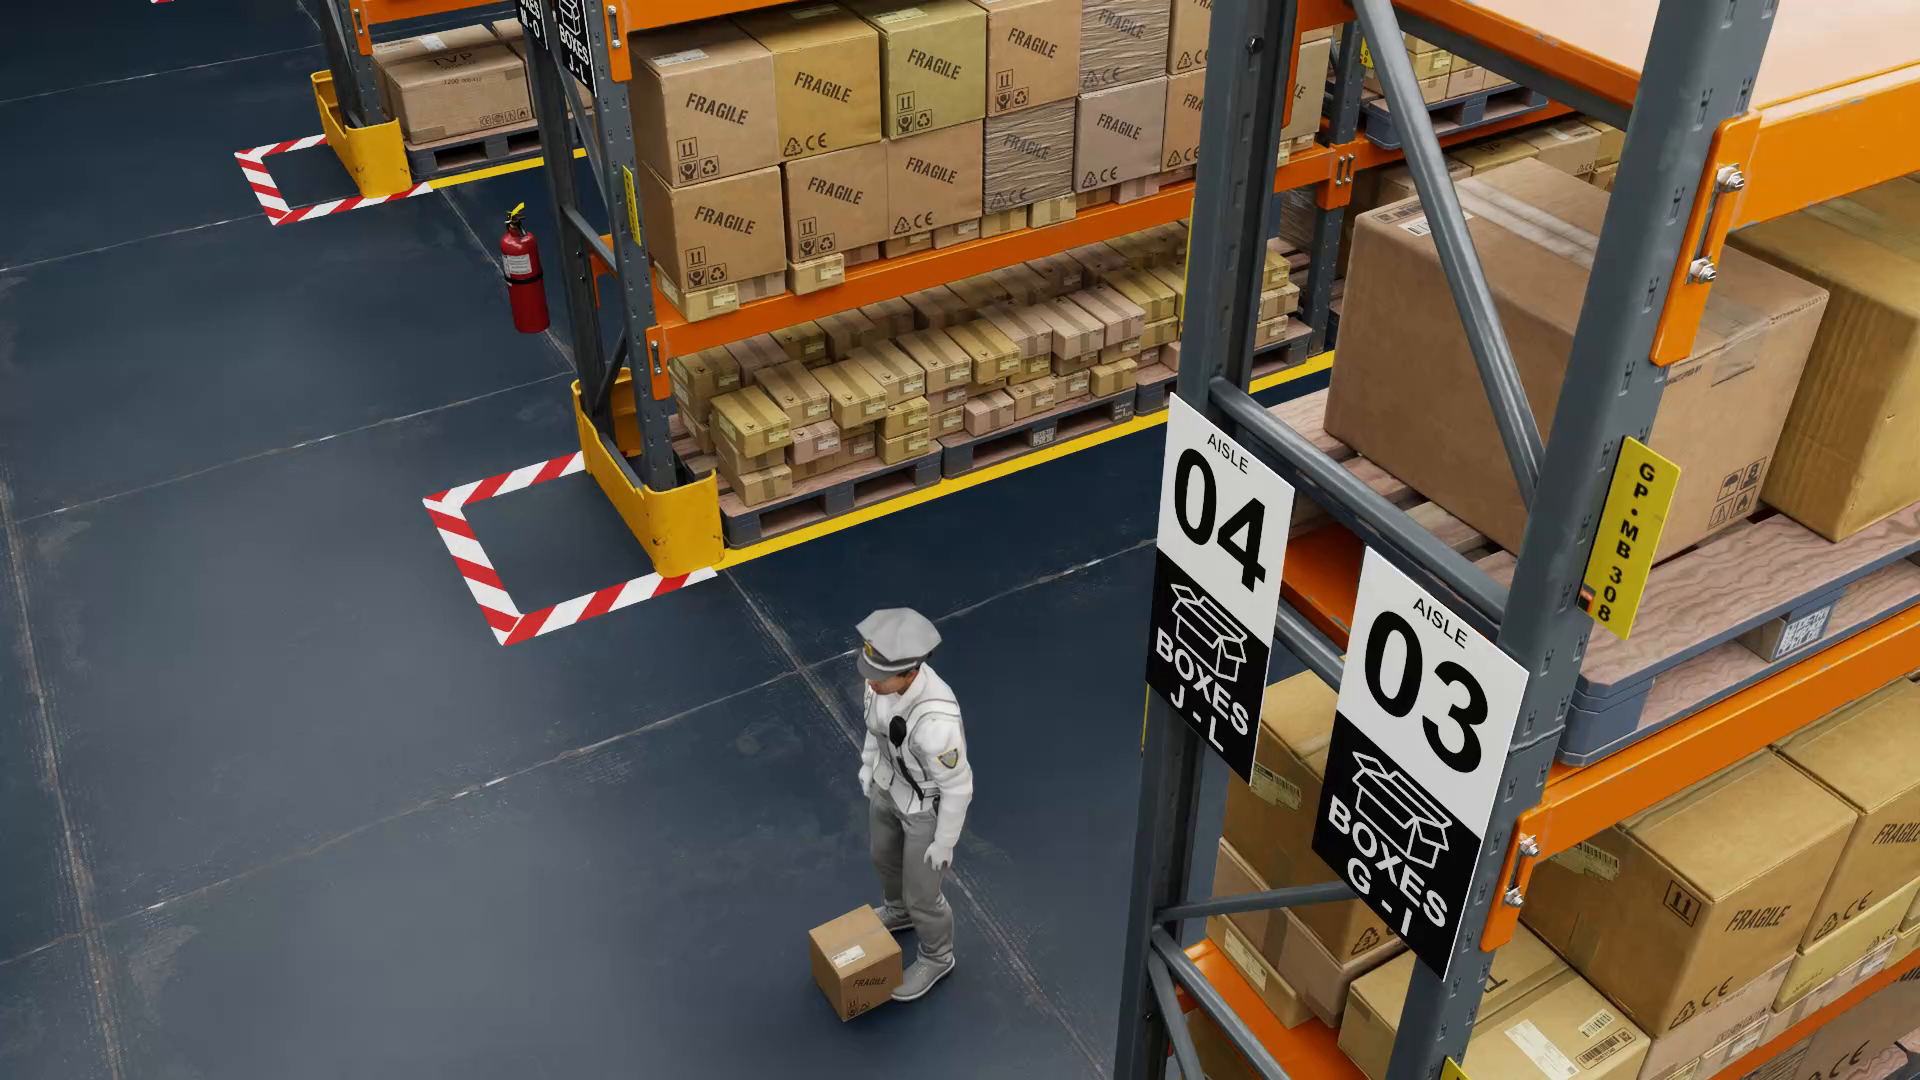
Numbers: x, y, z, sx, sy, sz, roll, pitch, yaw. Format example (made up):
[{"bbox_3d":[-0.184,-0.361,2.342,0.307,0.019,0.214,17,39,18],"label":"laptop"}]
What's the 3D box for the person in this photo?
[{"bbox_3d":[-0.169,0.901,5.730,0.376,1.662,0.543,-22,42,-26],"label":"person"}]
